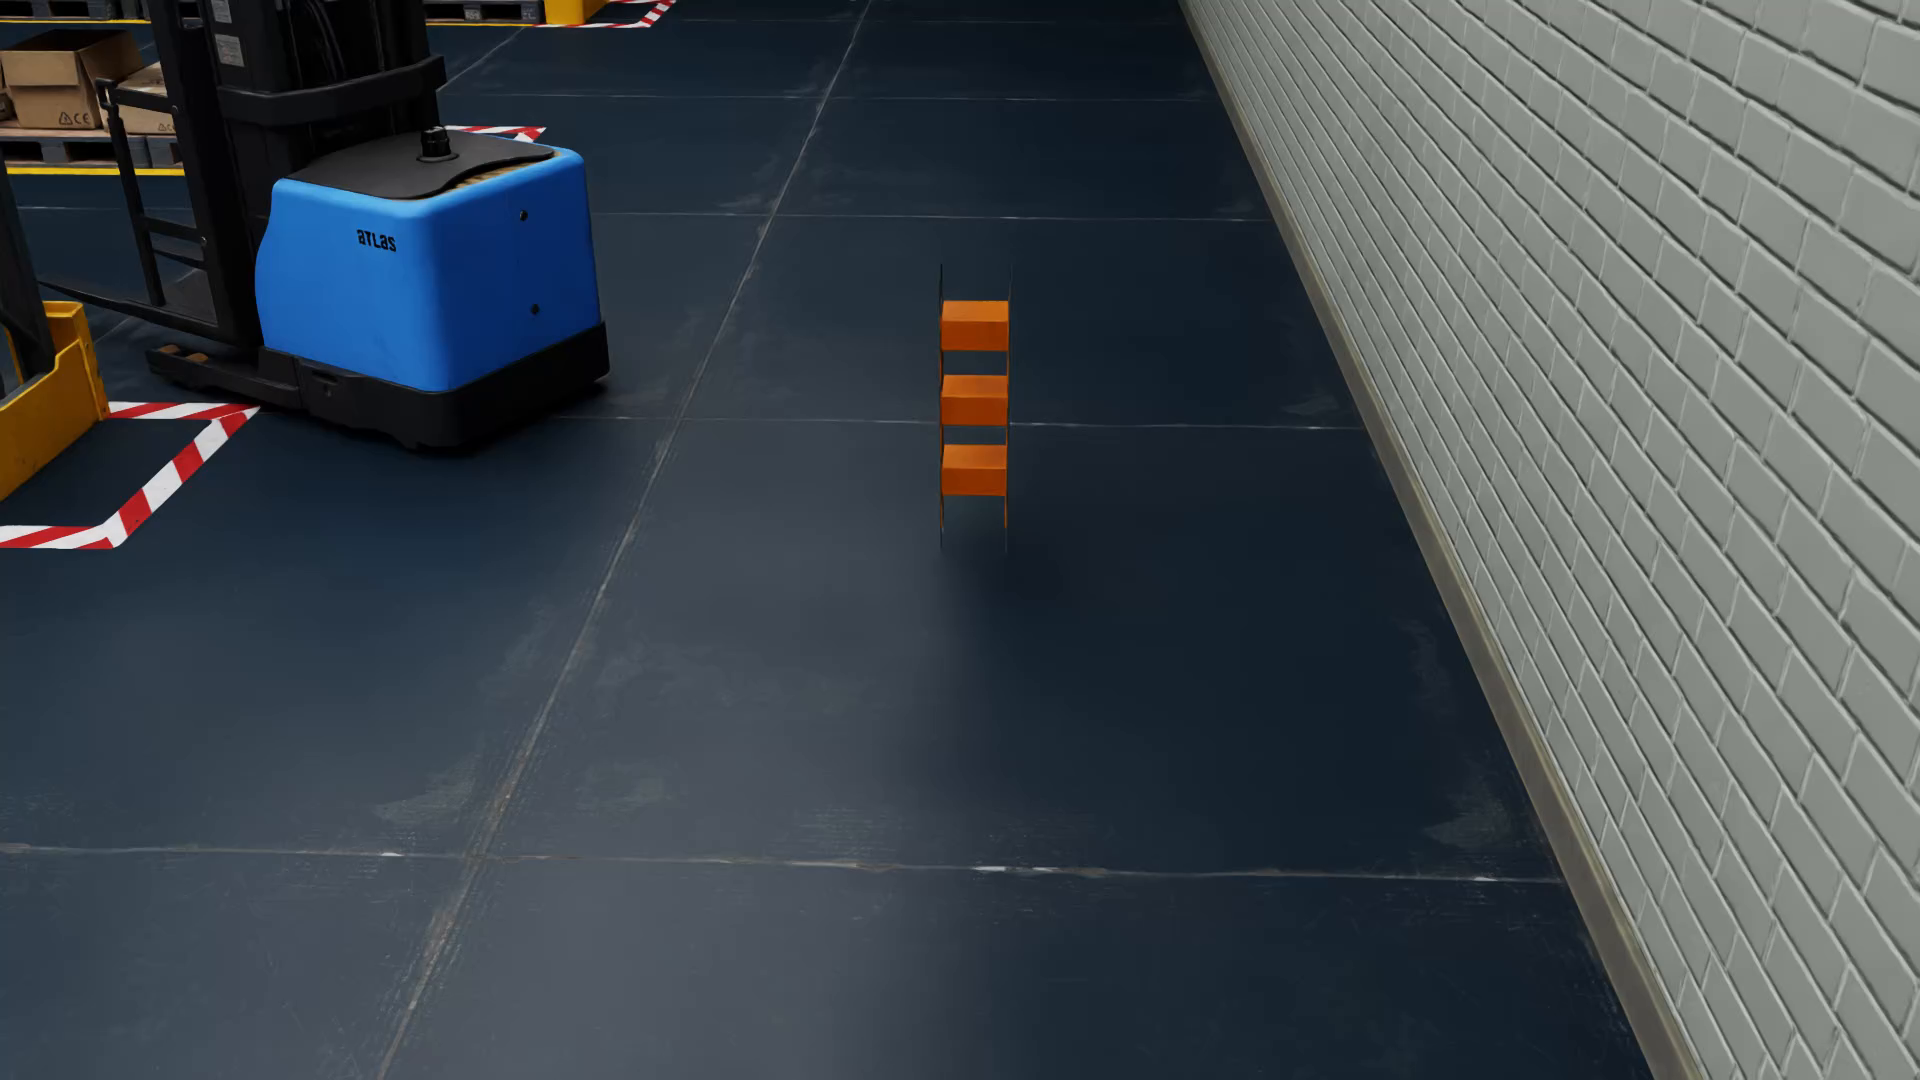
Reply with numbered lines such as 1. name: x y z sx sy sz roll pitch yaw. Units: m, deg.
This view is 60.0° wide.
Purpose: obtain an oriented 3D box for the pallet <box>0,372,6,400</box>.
1. pallet: -4.761 -0.424 6.824 1.213 0.211 1.003 1 28 2

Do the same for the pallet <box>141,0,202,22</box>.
1. pallet: -6.829 -5.046 15.544 1.213 0.211 1.003 1 28 2

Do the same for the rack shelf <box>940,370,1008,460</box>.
1. rack shelf: 0.053 -0.454 6.007 0.240 0.259 0.215 1 28 2

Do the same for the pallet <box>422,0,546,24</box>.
1. pallet: -4.391 -5.006 15.468 1.213 0.211 1.003 1 28 2

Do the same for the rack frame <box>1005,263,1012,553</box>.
1. rack frame: 0.175 -0.461 5.999 0.008 1.050 0.200 1 28 2

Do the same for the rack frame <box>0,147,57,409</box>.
1. rack frame: -3.939 -1.624 6.111 0.127 3.000 1.000 1 28 2

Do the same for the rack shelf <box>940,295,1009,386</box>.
1. rack shelf: 0.053 -0.704 5.874 0.240 0.259 0.215 1 28 2

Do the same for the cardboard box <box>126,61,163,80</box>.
1. cardboard box: -5.293 -3.080 11.324 0.500 0.250 0.500 1 28 2

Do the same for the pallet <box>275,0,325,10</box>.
1. pallet: -5.607 -5.027 15.508 1.213 0.211 1.003 1 28 2

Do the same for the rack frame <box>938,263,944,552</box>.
1. rack frame: -0.068 -0.465 6.006 0.008 1.050 0.200 1 28 2

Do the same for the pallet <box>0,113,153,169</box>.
1. pallet: -5.849 -2.746 11.205 1.213 0.211 1.003 1 28 2

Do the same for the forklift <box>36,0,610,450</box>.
1. forklift: -3.118 -2.166 7.207 3.031 2.935 1.130 16 32 27

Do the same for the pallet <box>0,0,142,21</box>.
1. pallet: -8.360 -5.073 15.594 1.213 0.211 1.003 1 28 2

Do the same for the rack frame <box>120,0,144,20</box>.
1. rack frame: -7.586 -6.327 14.984 0.127 3.000 1.000 1 28 2

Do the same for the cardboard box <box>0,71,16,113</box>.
1. cardboard box: -6.429 -3.126 11.346 0.500 0.311 0.500 1 28 2

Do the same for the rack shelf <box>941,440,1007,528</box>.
1. rack shelf: 0.053 -0.208 6.138 0.240 0.259 0.215 1 28 2

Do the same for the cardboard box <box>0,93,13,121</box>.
1. cardboard box: -6.481 -2.833 10.948 0.250 0.166 0.380 1 28 2

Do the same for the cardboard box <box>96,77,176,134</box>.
1. cardboard box: -5.260 -2.846 10.881 0.500 0.250 0.500 1 28 2

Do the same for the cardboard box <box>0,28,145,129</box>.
1. cardboard box: -5.880 -3.072 11.037 0.637 0.503 0.797 1 28 2

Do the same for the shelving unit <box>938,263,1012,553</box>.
1. shelving unit: 0.053 -0.463 6.002 0.252 1.050 0.215 1 28 2

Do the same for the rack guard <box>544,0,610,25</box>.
1. rack guard: -3.565 -5.157 15.444 0.348 0.500 1.175 1 28 2

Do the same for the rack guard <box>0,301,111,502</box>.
1. rack guard: -3.914 -0.525 6.707 0.348 0.500 1.175 1 28 2

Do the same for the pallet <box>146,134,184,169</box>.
1. pallet: -4.633 -2.724 11.164 1.213 0.211 1.003 1 28 2
